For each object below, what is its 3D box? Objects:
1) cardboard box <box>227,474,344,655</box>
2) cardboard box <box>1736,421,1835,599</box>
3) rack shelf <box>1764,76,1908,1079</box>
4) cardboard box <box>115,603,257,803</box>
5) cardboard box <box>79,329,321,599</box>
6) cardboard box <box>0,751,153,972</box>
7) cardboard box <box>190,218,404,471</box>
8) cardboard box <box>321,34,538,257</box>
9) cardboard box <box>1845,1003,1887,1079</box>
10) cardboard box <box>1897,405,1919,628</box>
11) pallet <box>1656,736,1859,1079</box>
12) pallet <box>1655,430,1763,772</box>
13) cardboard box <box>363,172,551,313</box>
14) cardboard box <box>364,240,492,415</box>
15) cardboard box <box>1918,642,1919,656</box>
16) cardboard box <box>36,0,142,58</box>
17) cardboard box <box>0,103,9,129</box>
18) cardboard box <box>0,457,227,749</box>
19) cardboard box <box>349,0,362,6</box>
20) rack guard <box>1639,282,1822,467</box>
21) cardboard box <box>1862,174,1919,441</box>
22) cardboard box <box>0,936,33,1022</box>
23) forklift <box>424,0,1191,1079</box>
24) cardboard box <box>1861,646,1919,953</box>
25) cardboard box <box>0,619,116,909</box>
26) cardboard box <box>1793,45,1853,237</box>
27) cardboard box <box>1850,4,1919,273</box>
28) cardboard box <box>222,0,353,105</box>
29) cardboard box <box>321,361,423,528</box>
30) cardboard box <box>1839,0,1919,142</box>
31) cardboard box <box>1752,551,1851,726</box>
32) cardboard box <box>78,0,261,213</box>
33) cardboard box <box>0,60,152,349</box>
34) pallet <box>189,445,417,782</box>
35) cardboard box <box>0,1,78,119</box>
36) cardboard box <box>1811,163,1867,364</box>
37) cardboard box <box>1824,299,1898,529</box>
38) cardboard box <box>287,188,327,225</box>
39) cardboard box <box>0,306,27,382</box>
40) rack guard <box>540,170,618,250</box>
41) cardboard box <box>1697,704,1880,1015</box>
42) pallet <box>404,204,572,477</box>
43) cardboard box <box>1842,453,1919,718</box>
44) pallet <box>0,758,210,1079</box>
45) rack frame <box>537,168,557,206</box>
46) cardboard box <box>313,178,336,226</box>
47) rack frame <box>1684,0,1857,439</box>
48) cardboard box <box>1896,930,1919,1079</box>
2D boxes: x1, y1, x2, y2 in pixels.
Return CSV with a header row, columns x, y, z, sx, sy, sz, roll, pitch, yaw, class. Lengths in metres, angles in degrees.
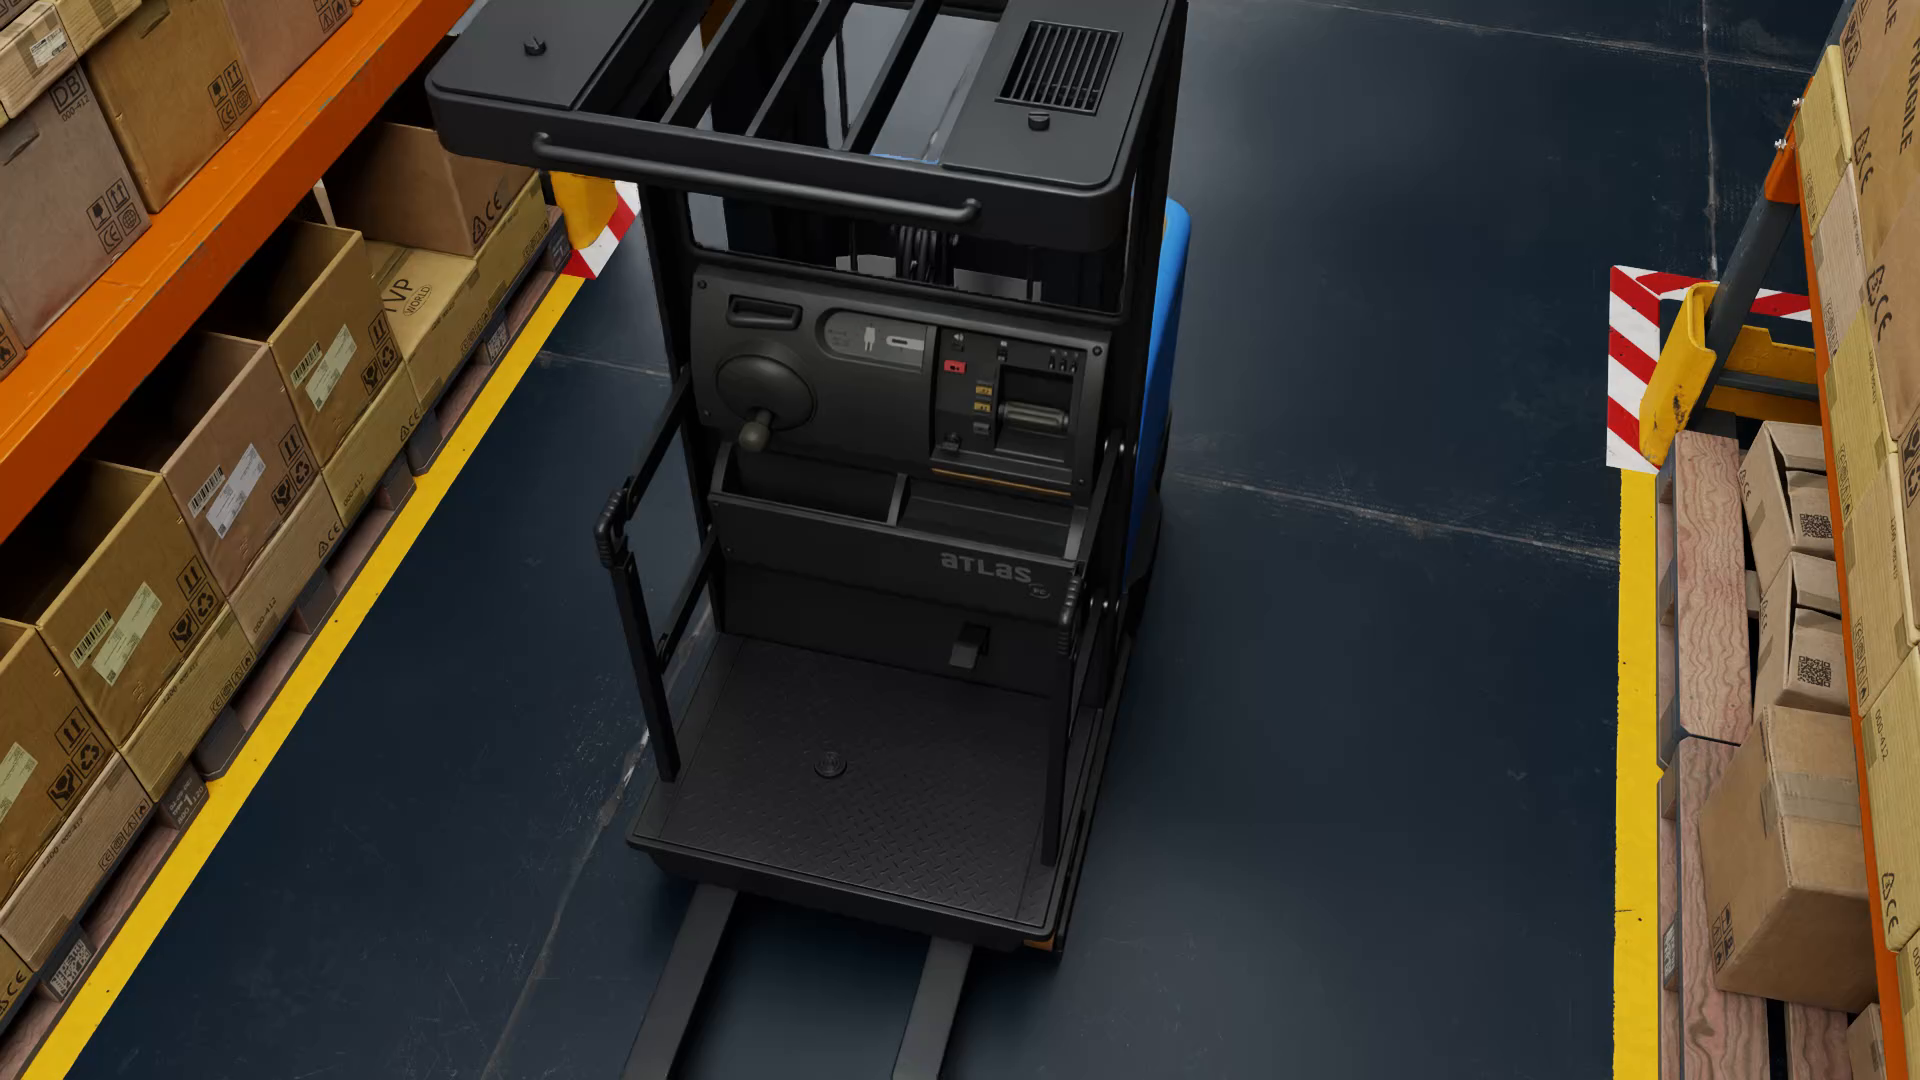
x,y,z,sx,sy,sz,roll,pitch,yaw,class
-2.152,0.018,4.787,0.500,0.250,0.500,12,50,10,cardboard box
2.598,-0.084,4.824,0.500,0.311,0.500,7,49,6,cardboard box
2.341,0.374,3.399,1.077,0.370,4.000,12,50,10,rack shelf
-2.278,0.381,4.467,0.500,0.250,0.500,12,50,10,cardboard box
-2.149,-0.229,4.505,0.500,0.500,0.500,12,50,10,cardboard box
-2.414,0.742,4.148,0.500,0.250,0.500,12,50,10,cardboard box
-2.016,-0.590,4.824,0.500,0.500,0.500,12,50,10,cardboard box
-1.767,-1.317,5.465,0.500,0.500,0.500,12,50,10,cardboard box
2.255,1.227,3.774,0.380,0.149,0.250,8,49,7,cardboard box
2.046,-0.127,2.948,0.500,0.500,0.500,13,50,11,cardboard box
2.276,1.127,4.115,1.003,0.211,1.213,12,50,10,pallet
2.599,0.247,4.891,1.003,0.211,1.213,12,50,10,pallet
-1.769,-1.069,5.747,0.500,0.250,0.500,12,50,10,cardboard box
-1.889,-0.705,5.425,0.500,0.250,0.500,12,50,10,cardboard box
1.909,0.250,2.615,0.500,0.500,0.500,10,49,9,cardboard box
-2.169,-1.283,3.882,0.380,0.149,0.250,13,50,11,cardboard box
-2.304,-0.918,3.560,0.380,0.149,0.250,11,50,10,cardboard box
-2.278,0.133,4.186,0.500,0.500,0.500,12,50,10,cardboard box
-2.048,-1.984,4.934,0.700,0.500,0.500,12,50,10,cardboard box
2.847,-0.429,5.295,1.175,0.500,0.348,12,50,10,rack guard
2.170,-0.502,3.279,0.500,0.500,0.500,10,49,9,cardboard box
-2.551,1.103,3.830,0.500,0.250,0.500,12,50,10,cardboard box
-0.194,-0.238,3.505,1.130,2.935,3.031,11,49,9,forklift
1.903,0.497,2.897,0.500,0.250,0.500,11,50,10,cardboard box
-2.417,0.493,3.868,0.500,0.500,0.500,12,50,10,cardboard box
2.433,-0.978,4.199,0.500,0.250,0.500,10,49,9,cardboard box
2.312,-0.875,3.608,0.500,0.500,0.500,12,50,10,cardboard box
-2.182,-1.603,4.598,0.700,0.500,0.500,13,50,11,cardboard box
-2.019,-0.343,5.106,0.500,0.250,0.500,12,50,10,cardboard box
2.452,-1.230,3.922,0.500,0.500,0.500,12,50,10,cardboard box
2.448,0.328,4.460,0.500,0.311,0.500,15,50,13,cardboard box
-2.318,-1.245,4.282,0.700,0.500,0.500,12,50,10,cardboard box
-2.453,-0.864,3.945,0.700,0.500,0.500,13,50,11,cardboard box
-2.397,0.078,5.040,1.003,0.211,1.213,12,50,10,pallet
-2.236,-1.097,3.719,0.380,0.149,0.250,11,49,10,cardboard box
2.310,-0.599,3.865,0.500,0.250,0.500,10,49,9,cardboard box
2.170,-0.232,3.541,0.500,0.250,0.500,11,49,9,cardboard box
-2.398,-1.057,5.236,0.500,0.500,0.500,12,50,10,cardboard box
-2.586,-0.493,3.618,0.700,0.500,0.500,12,50,11,cardboard box
-1.906,-1.476,6.219,1.175,0.500,0.348,12,50,10,rack guard
2.207,0.786,3.929,0.700,0.500,0.500,9,49,8,cardboard box
-2.074,-0.802,5.817,1.003,0.211,1.213,12,50,10,pallet
2.035,0.133,3.219,0.500,0.250,0.500,12,50,10,cardboard box
-2.716,0.963,4.259,1.003,0.211,1.213,12,50,10,pallet
-1.913,-2.286,5.267,1.000,3.000,0.127,12,50,10,rack frame
-2.269,-1.171,5.837,0.500,0.250,0.500,12,50,10,cardboard box
2.867,-1.311,4.407,1.000,3.000,0.127,12,50,10,rack frame
1.786,0.864,2.573,0.500,0.250,0.500,12,50,10,cardboard box
